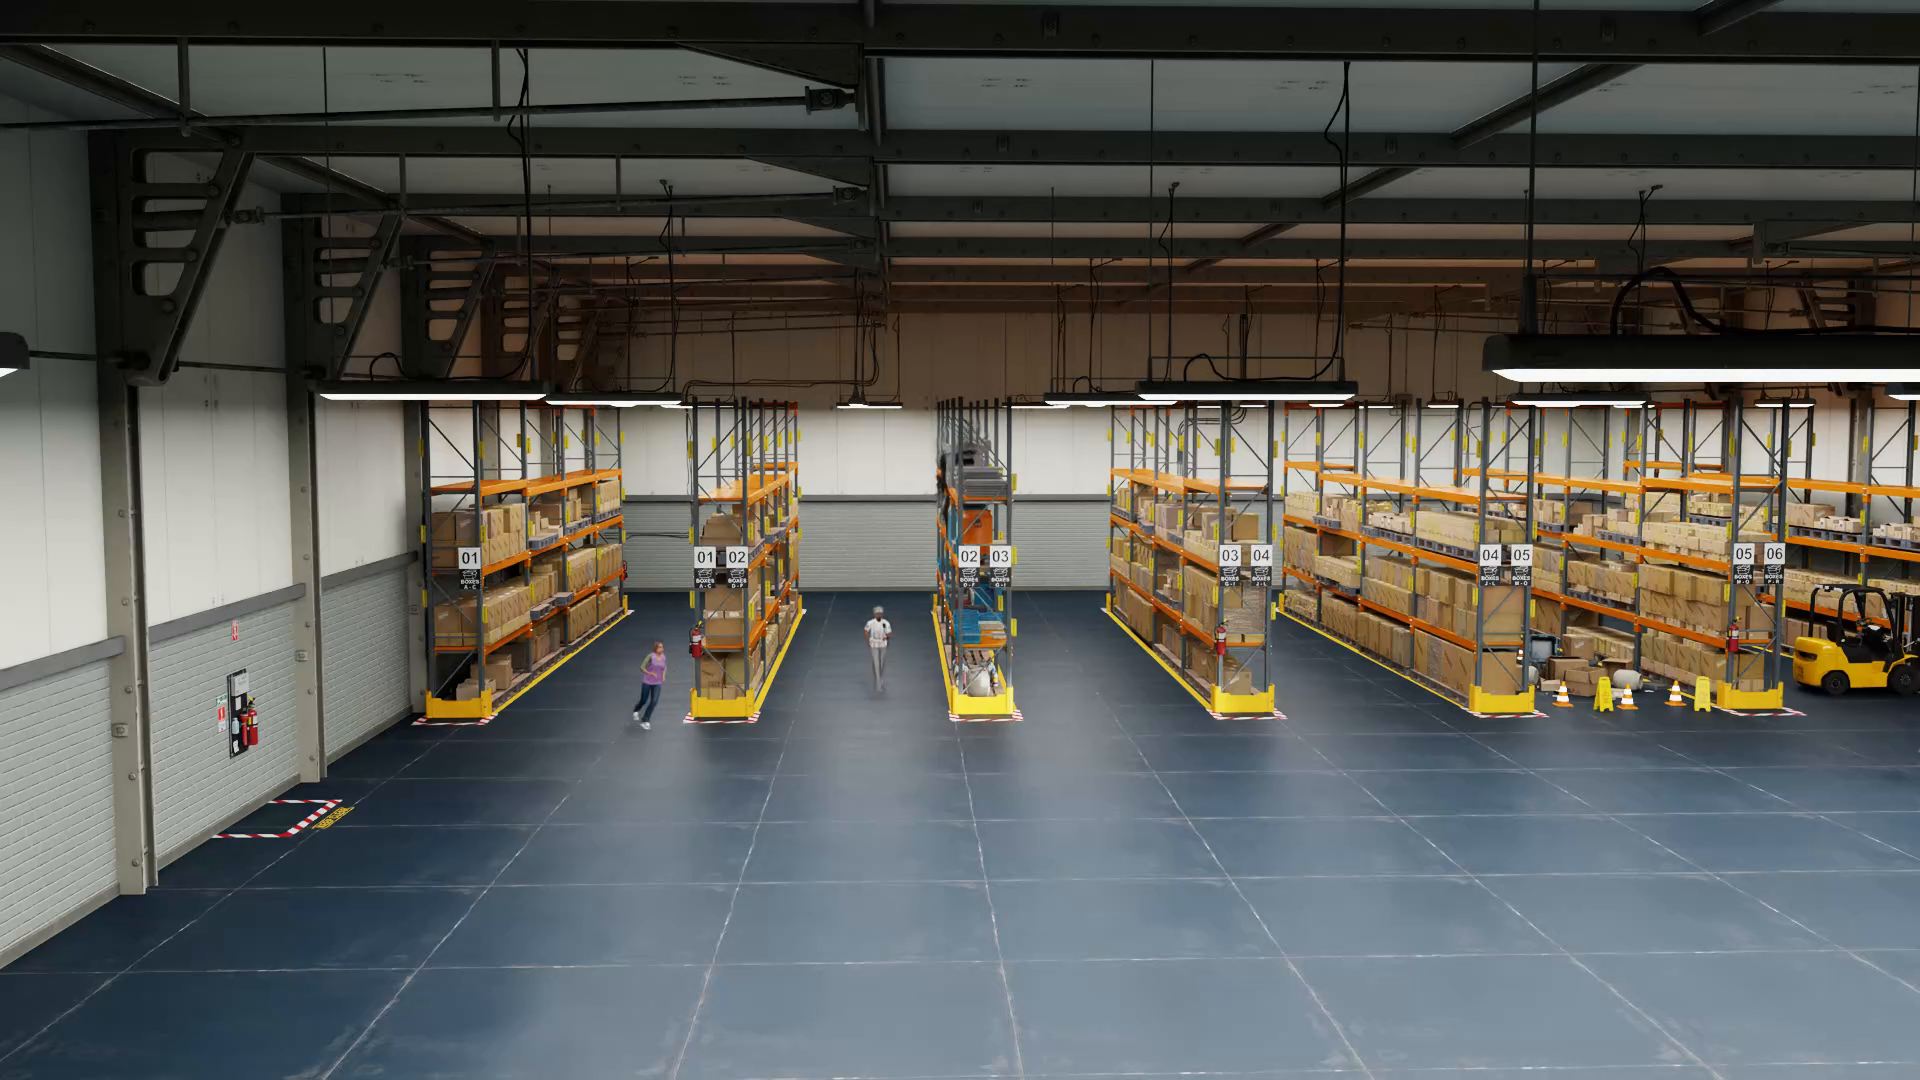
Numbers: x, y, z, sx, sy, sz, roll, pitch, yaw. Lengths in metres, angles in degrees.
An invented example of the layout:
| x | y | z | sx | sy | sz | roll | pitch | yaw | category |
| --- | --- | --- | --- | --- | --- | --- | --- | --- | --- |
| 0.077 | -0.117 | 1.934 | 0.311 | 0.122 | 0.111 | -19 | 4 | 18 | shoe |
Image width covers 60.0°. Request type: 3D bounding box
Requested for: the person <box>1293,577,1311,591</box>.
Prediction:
| x | y | z | sx | sy | sz | roll | pitch | yaw | category |
| --- | --- | --- | --- | --- | --- | --- | --- | --- | --- |
| 10.107 | 1.115 | 48.881 | 0.798 | 1.808 | 0.639 | -1 | 4 | -7 | person |

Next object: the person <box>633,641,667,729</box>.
| x | y | z | sx | sy | sz | roll | pitch | yaw | category |
| --- | --- | --- | --- | --- | --- | --- | --- | --- | --- |
| -5.600 | 2.625 | 30.306 | 0.579 | 1.527 | 0.819 | -3 | 5 | -30 | person |

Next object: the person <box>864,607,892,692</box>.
| x | y | z | sx | sy | sz | roll | pitch | yaw | category |
| --- | --- | --- | --- | --- | --- | --- | --- | --- | --- |
| -1.681 | 2.224 | 34.352 | 0.575 | 1.724 | 0.796 | -1 | 5 | -11 | person |
